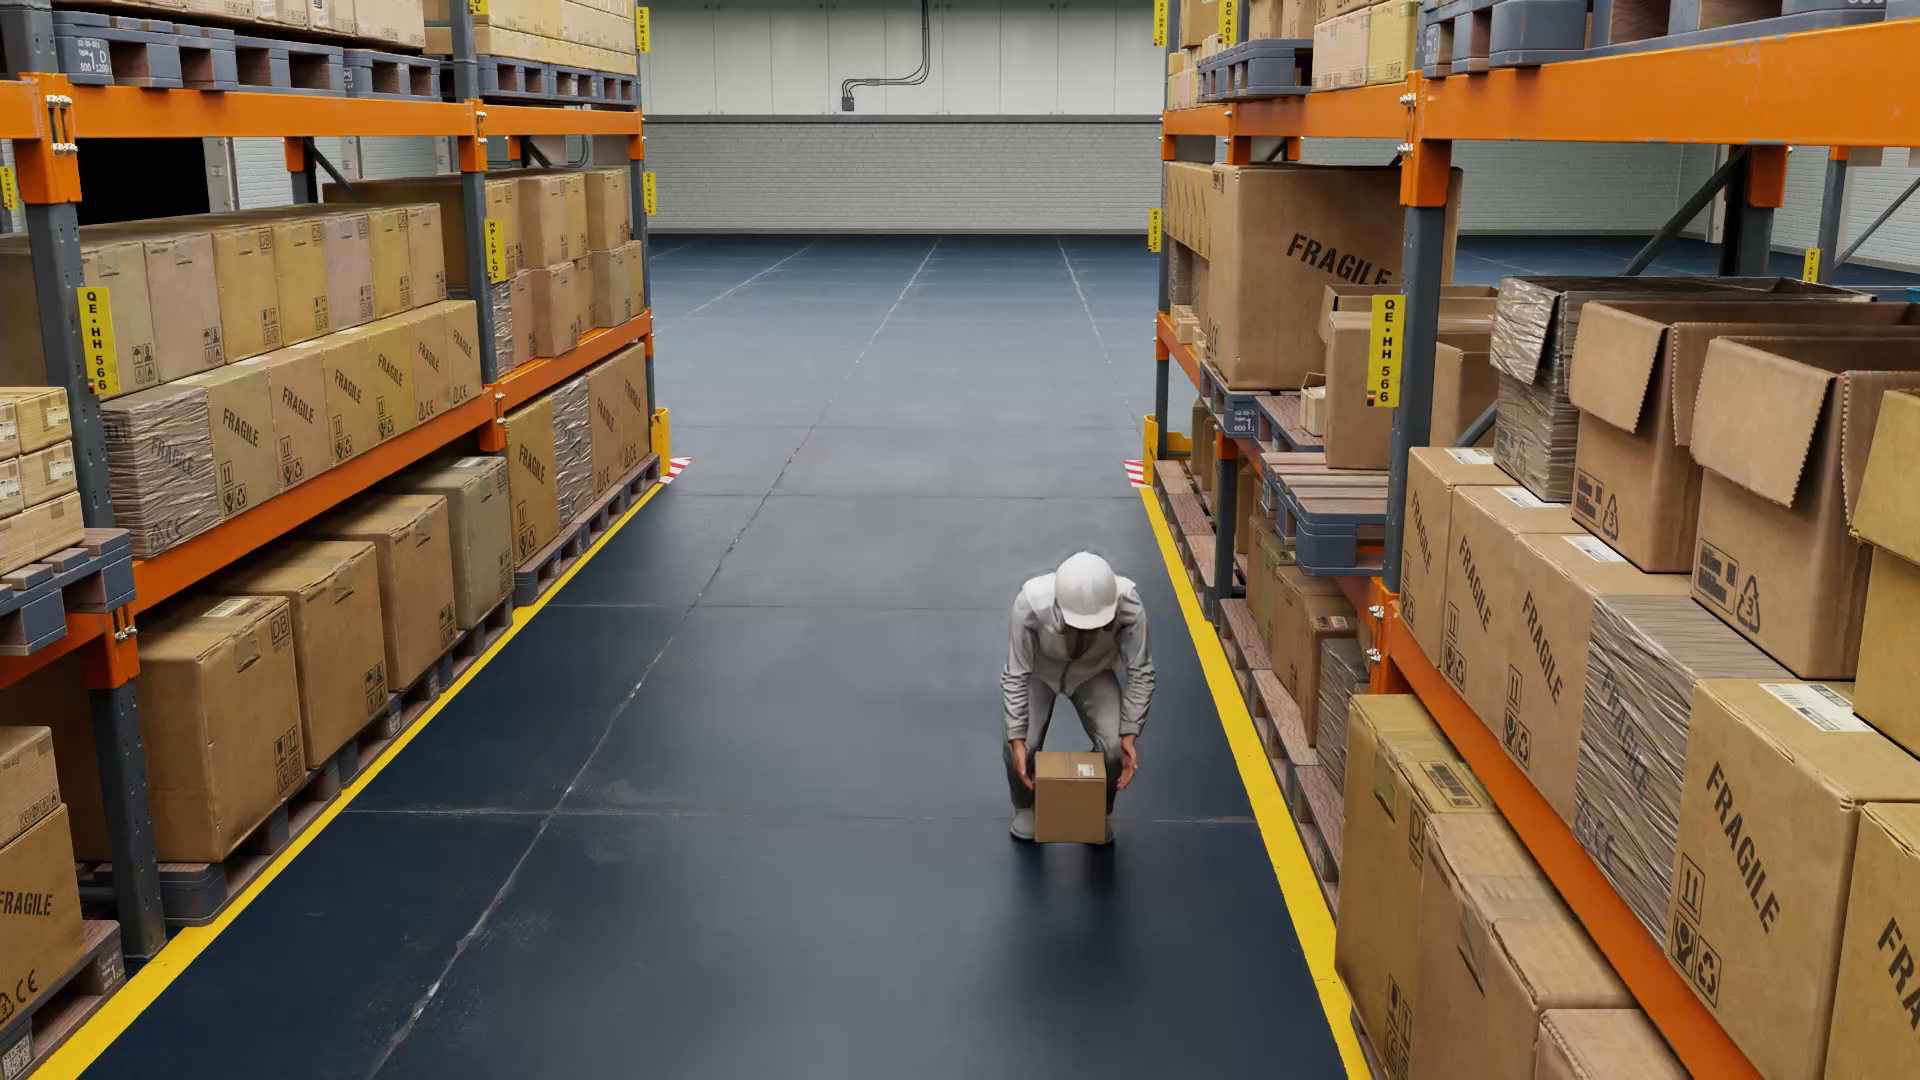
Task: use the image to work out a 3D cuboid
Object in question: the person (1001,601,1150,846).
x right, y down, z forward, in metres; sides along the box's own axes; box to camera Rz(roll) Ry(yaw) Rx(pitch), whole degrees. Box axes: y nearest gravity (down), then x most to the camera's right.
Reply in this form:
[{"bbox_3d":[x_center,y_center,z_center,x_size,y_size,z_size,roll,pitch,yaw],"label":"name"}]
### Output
[{"bbox_3d":[0.430,0.654,6.301,0.547,1.052,0.871,0,14,1],"label":"person"}]
